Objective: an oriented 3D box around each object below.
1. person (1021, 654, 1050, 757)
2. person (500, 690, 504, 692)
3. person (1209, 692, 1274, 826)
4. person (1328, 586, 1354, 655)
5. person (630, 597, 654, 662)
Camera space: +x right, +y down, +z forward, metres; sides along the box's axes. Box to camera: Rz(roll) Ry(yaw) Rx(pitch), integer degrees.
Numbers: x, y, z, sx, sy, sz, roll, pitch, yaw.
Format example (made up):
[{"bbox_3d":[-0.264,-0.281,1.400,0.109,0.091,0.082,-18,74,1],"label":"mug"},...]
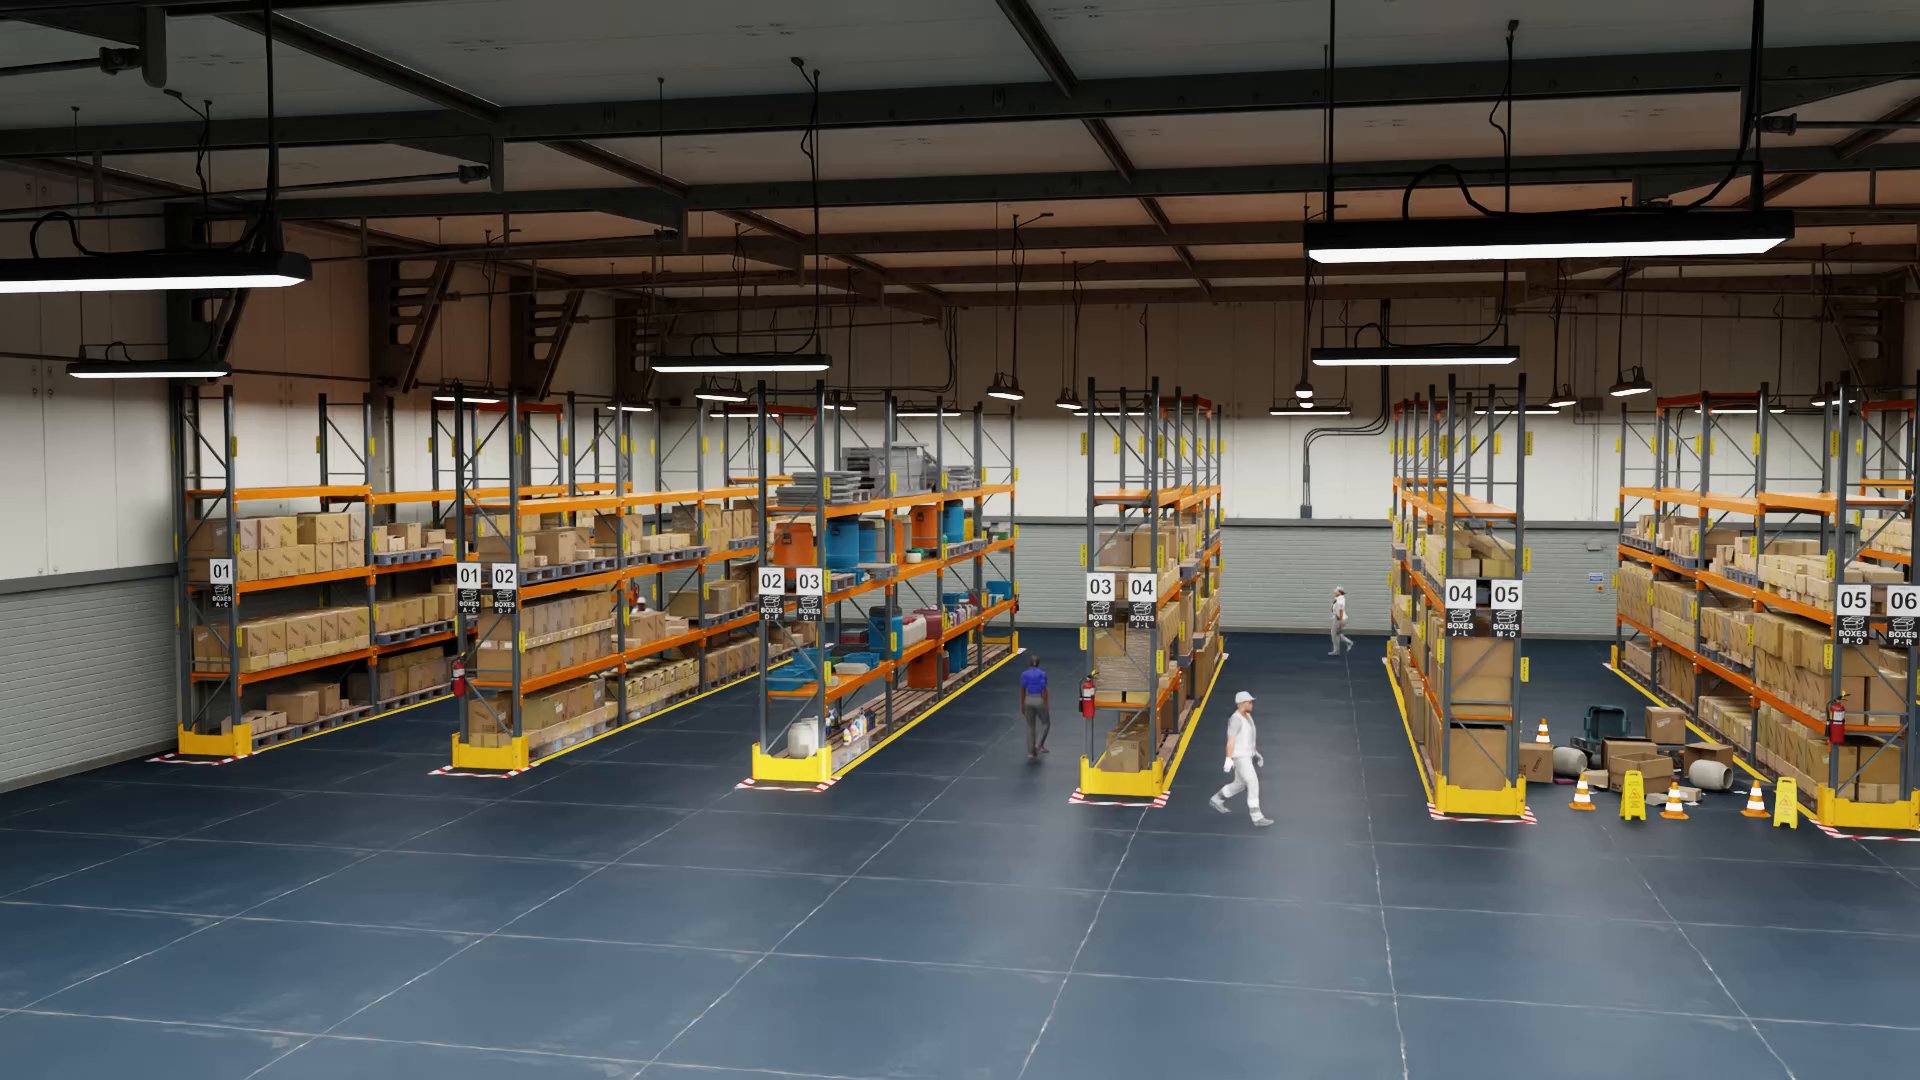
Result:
[{"bbox_3d":[1.219,2.677,26.823,0.495,1.632,0.453,1,3,20],"label":"person"},{"bbox_3d":[-8.430,2.405,30.952,0.598,1.715,0.493,1,3,22],"label":"person"},{"bbox_3d":[3.765,2.894,22.193,1.027,1.748,0.518,2,4,30],"label":"person"},{"bbox_3d":[9.136,1.929,39.861,0.612,1.646,0.494,1,3,14],"label":"person"},{"bbox_3d":[-6.915,2.100,36.268,0.647,1.760,0.689,0,3,1],"label":"person"}]
